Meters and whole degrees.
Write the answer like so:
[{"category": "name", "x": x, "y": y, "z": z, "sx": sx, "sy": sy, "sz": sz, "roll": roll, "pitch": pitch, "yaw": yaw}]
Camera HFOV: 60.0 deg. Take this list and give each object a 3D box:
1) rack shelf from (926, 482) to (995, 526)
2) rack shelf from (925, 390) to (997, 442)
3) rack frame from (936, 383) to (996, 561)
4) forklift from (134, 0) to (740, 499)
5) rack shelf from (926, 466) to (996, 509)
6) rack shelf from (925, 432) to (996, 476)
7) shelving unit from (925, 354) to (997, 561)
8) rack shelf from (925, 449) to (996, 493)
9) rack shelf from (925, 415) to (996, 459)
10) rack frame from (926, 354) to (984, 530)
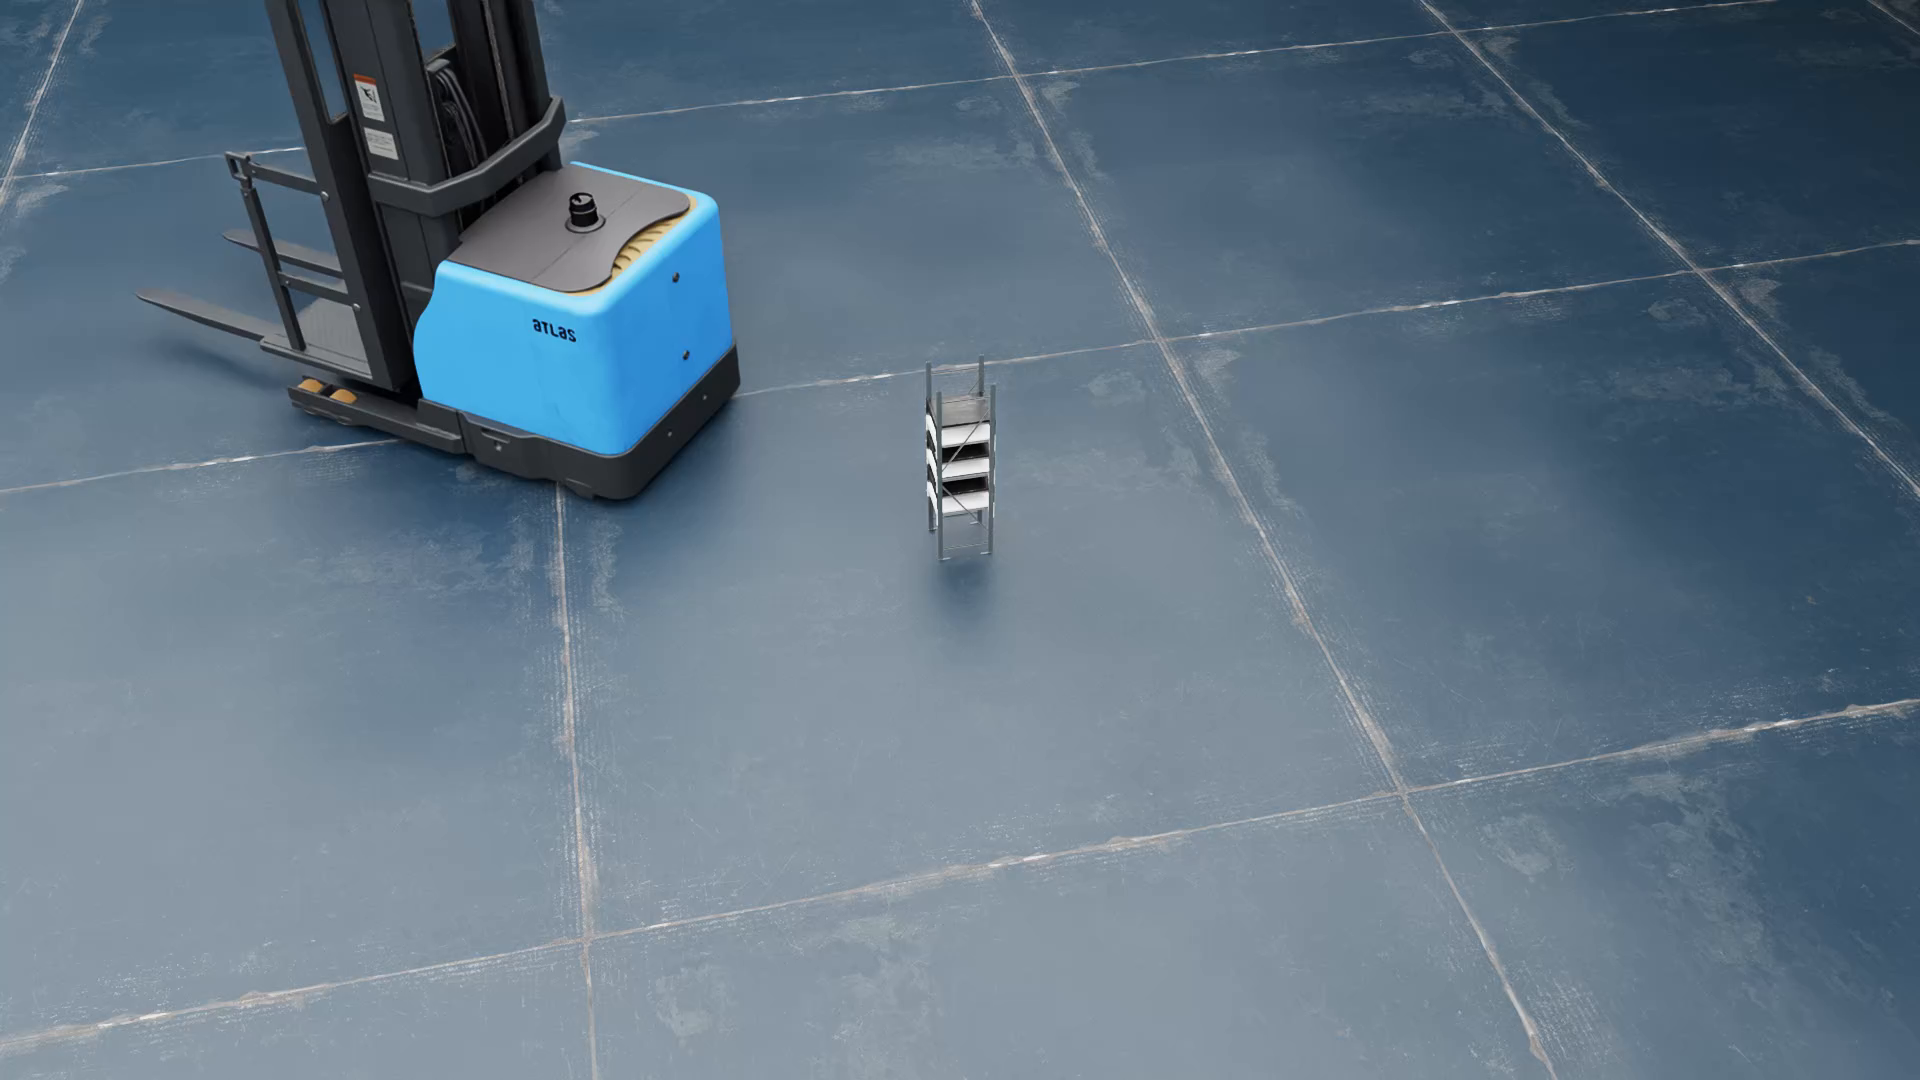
[{"category": "rack shelf", "x": 0.002, "y": -0.172, "z": 7.087, "sx": 0.258, "sy": 0.077, "sz": 0.200, "roll": -8, "pitch": 42, "yaw": -9}, {"category": "rack shelf", "x": 0.002, "y": -0.508, "z": 6.788, "sx": 0.258, "sy": 0.077, "sz": 0.200, "roll": -8, "pitch": 42, "yaw": -9}, {"category": "rack frame", "x": 0.024, "y": -0.265, "z": 6.871, "sx": 0.240, "sy": 0.900, "sz": 0.006, "roll": -8, "pitch": 42, "yaw": -9}, {"category": "forklift", "x": -2.614, "y": -1.938, "z": 7.225, "sx": 3.031, "sy": 2.935, "sz": 1.130, "roll": 17, "pitch": 44, "yaw": 18}, {"category": "rack shelf", "x": 0.002, "y": -0.239, "z": 7.027, "sx": 0.258, "sy": 0.077, "sz": 0.200, "roll": -8, "pitch": 42, "yaw": -9}, {"category": "rack shelf", "x": 0.002, "y": -0.374, "z": 6.908, "sx": 0.258, "sy": 0.077, "sz": 0.200, "roll": -8, "pitch": 42, "yaw": -9}, {"category": "shelving unit", "x": 0.002, "y": -0.331, "z": 6.945, "sx": 0.258, "sy": 0.900, "sz": 0.210, "roll": -8, "pitch": 42, "yaw": -9}, {"category": "rack shelf", "x": 0.002, "y": -0.306, "z": 6.967, "sx": 0.258, "sy": 0.077, "sz": 0.200, "roll": -8, "pitch": 42, "yaw": -9}, {"category": "rack shelf", "x": 0.002, "y": -0.441, "z": 6.848, "sx": 0.258, "sy": 0.077, "sz": 0.200, "roll": -8, "pitch": 42, "yaw": -9}, {"category": "rack frame", "x": -0.020, "y": -0.397, "z": 7.020, "sx": 0.240, "sy": 0.900, "sz": 0.006, "roll": -8, "pitch": 42, "yaw": -9}]
